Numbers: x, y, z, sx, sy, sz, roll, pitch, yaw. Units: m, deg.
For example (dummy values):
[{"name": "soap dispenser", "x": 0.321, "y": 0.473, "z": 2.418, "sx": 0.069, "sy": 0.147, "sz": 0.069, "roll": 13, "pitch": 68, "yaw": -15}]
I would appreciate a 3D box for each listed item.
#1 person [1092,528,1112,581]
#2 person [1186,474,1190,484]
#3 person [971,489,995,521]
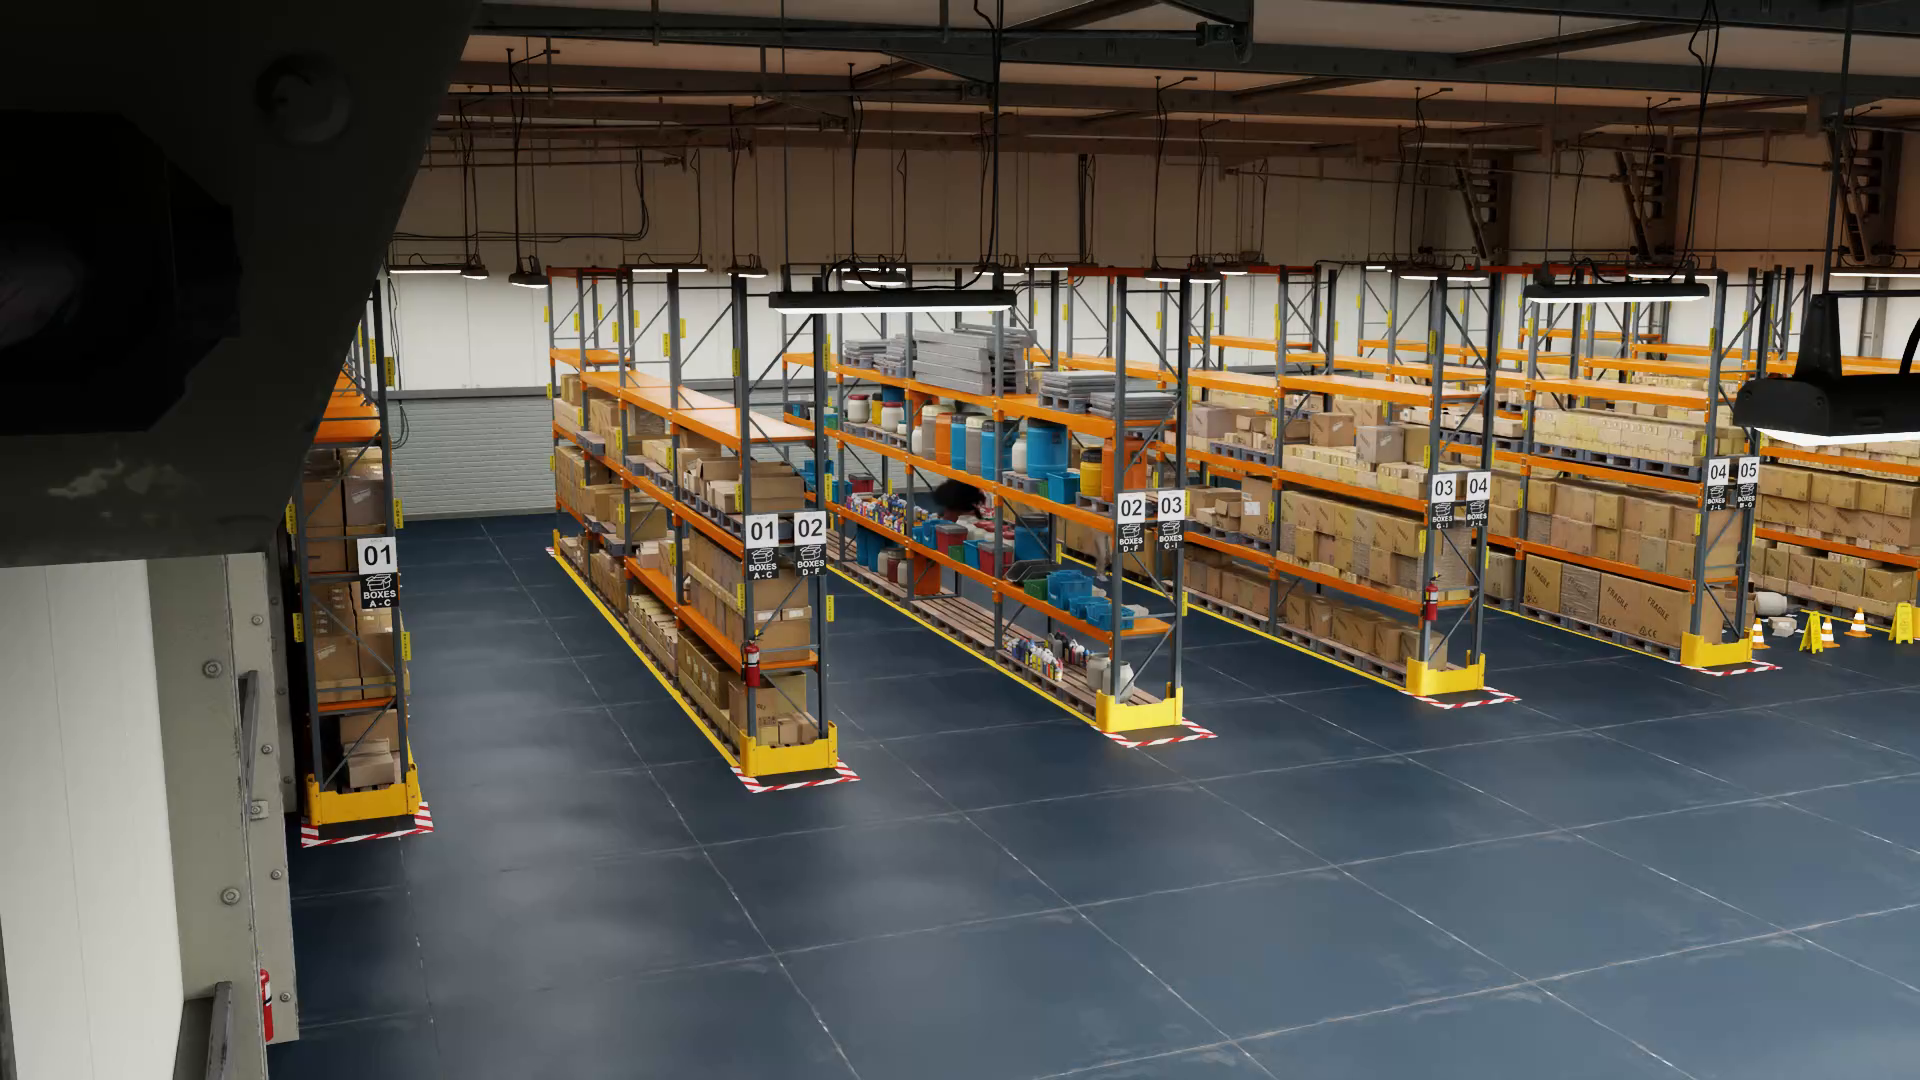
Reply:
[{"name": "person", "x": 2.671, "y": -0.089, "z": 30.648, "sx": 0.664, "sy": 1.698, "sz": 0.544, "roll": -4, "pitch": 11, "yaw": -23}, {"name": "person", "x": 4.989, "y": -1.017, "z": 37.944, "sx": 0.506, "sy": 1.638, "sz": 0.697, "roll": -2, "pitch": 10, "yaw": -13}, {"name": "person", "x": 0.532, "y": -0.451, "z": 34.164, "sx": 0.657, "sy": 1.771, "sz": 0.863, "roll": -6, "pitch": 12, "yaw": -33}]
